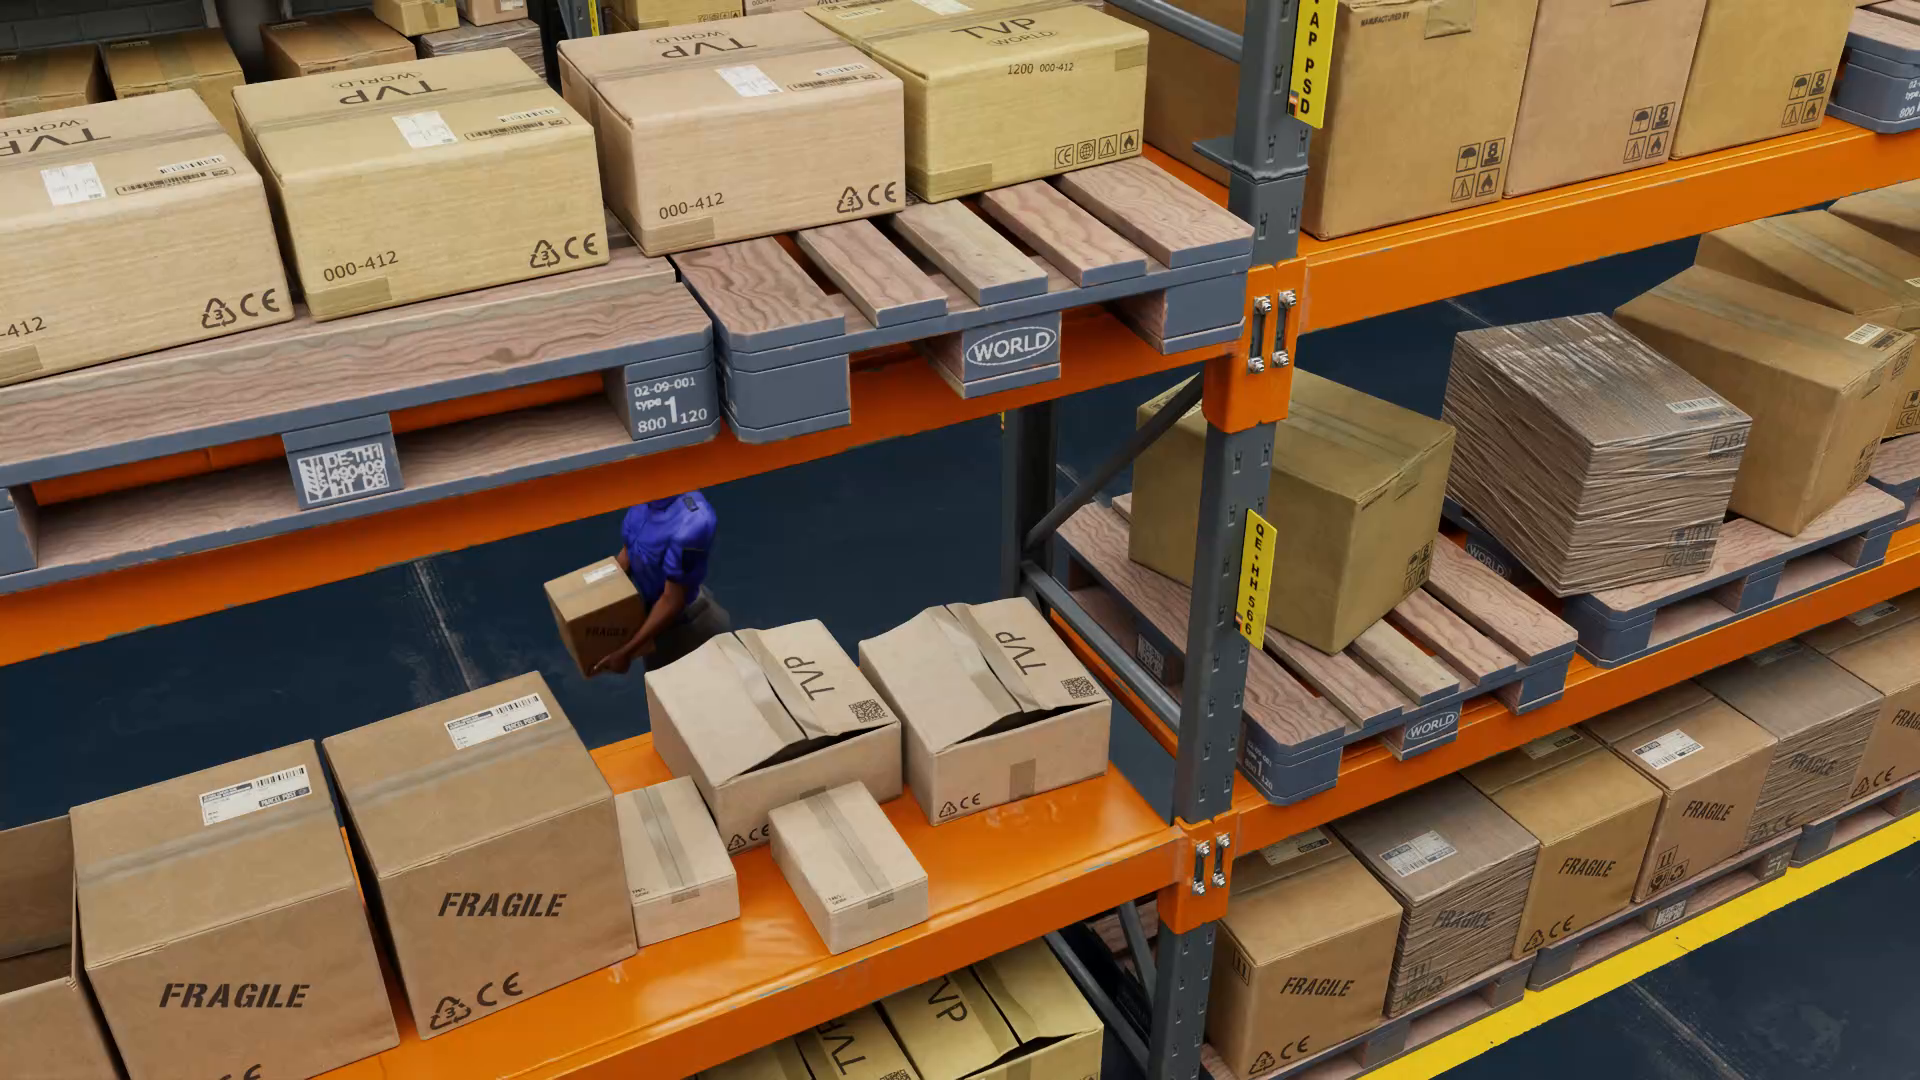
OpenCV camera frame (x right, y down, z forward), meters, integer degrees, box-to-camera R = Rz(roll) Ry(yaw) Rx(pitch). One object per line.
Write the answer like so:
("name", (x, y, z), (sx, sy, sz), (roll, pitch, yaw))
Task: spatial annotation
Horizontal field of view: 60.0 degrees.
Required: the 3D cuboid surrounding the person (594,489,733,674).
("person", (-1.036, 0.334, 5.643), (0.504, 1.656, 0.435), (-17, 37, -24))
